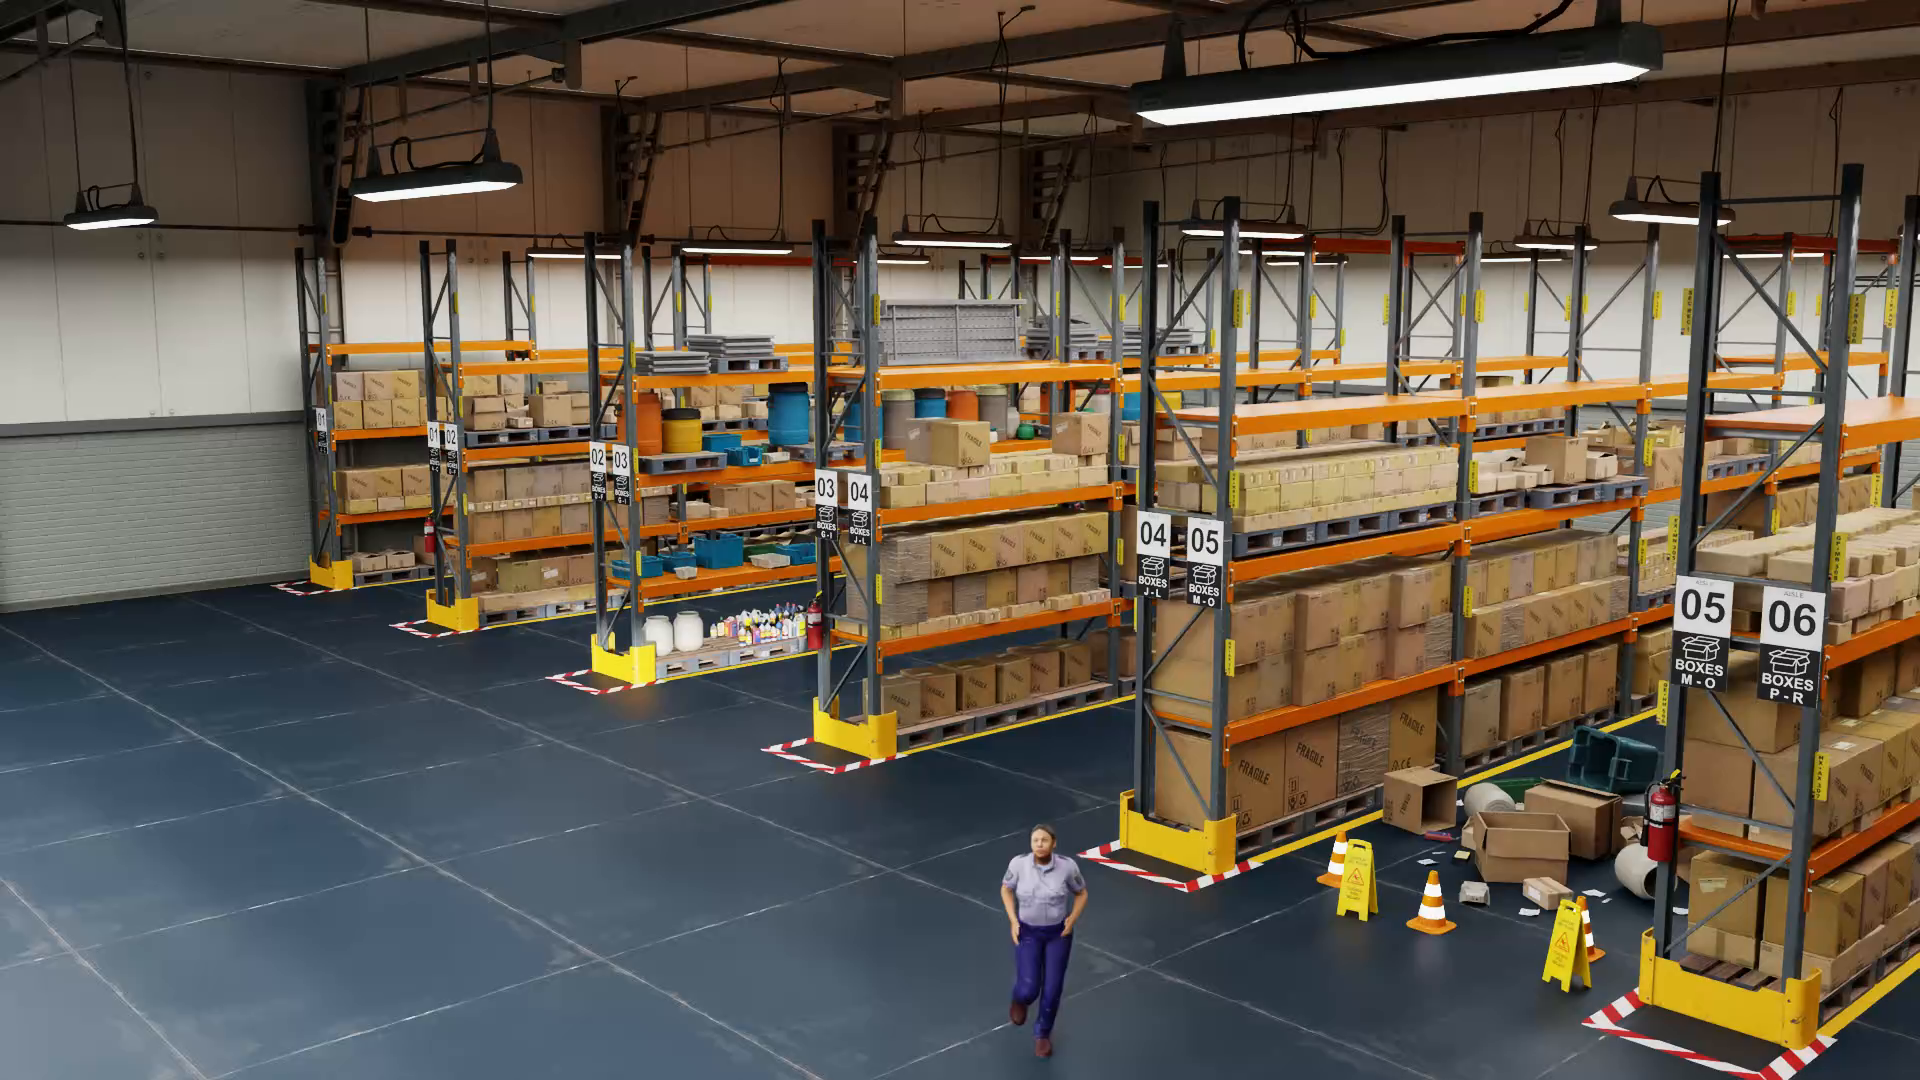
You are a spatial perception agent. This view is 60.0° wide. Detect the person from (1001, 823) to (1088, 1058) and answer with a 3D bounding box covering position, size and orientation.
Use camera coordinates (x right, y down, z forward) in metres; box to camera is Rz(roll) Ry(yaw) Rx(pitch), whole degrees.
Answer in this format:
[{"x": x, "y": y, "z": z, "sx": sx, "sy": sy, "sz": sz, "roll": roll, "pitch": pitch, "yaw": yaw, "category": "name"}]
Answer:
[{"x": 0.580, "y": 2.728, "z": 11.434, "sx": 0.599, "sy": 1.609, "sz": 0.589, "roll": 0, "pitch": 8, "yaw": 2, "category": "person"}]
